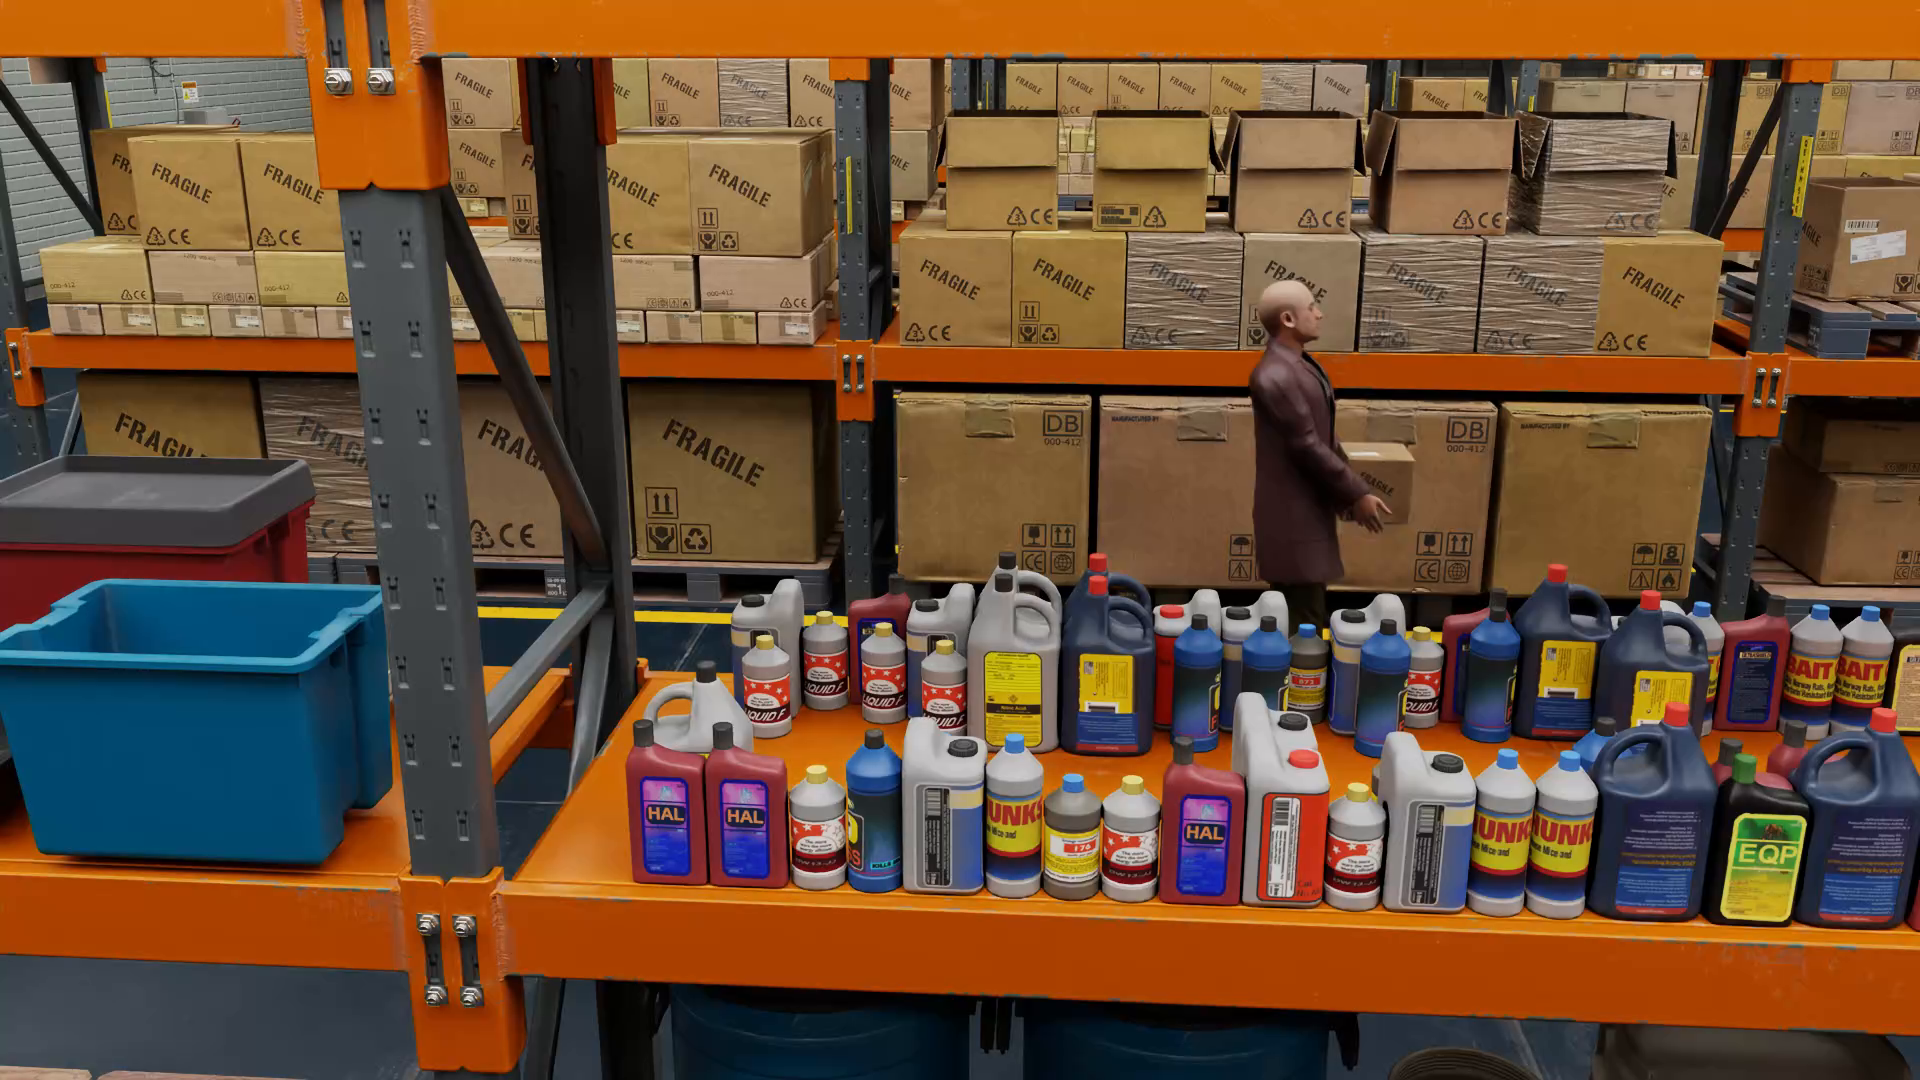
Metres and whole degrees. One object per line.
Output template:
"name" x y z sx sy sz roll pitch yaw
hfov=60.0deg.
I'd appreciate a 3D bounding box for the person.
"person" 1.373 -0.094 6.370 0.550 1.779 0.540 5 18 15
